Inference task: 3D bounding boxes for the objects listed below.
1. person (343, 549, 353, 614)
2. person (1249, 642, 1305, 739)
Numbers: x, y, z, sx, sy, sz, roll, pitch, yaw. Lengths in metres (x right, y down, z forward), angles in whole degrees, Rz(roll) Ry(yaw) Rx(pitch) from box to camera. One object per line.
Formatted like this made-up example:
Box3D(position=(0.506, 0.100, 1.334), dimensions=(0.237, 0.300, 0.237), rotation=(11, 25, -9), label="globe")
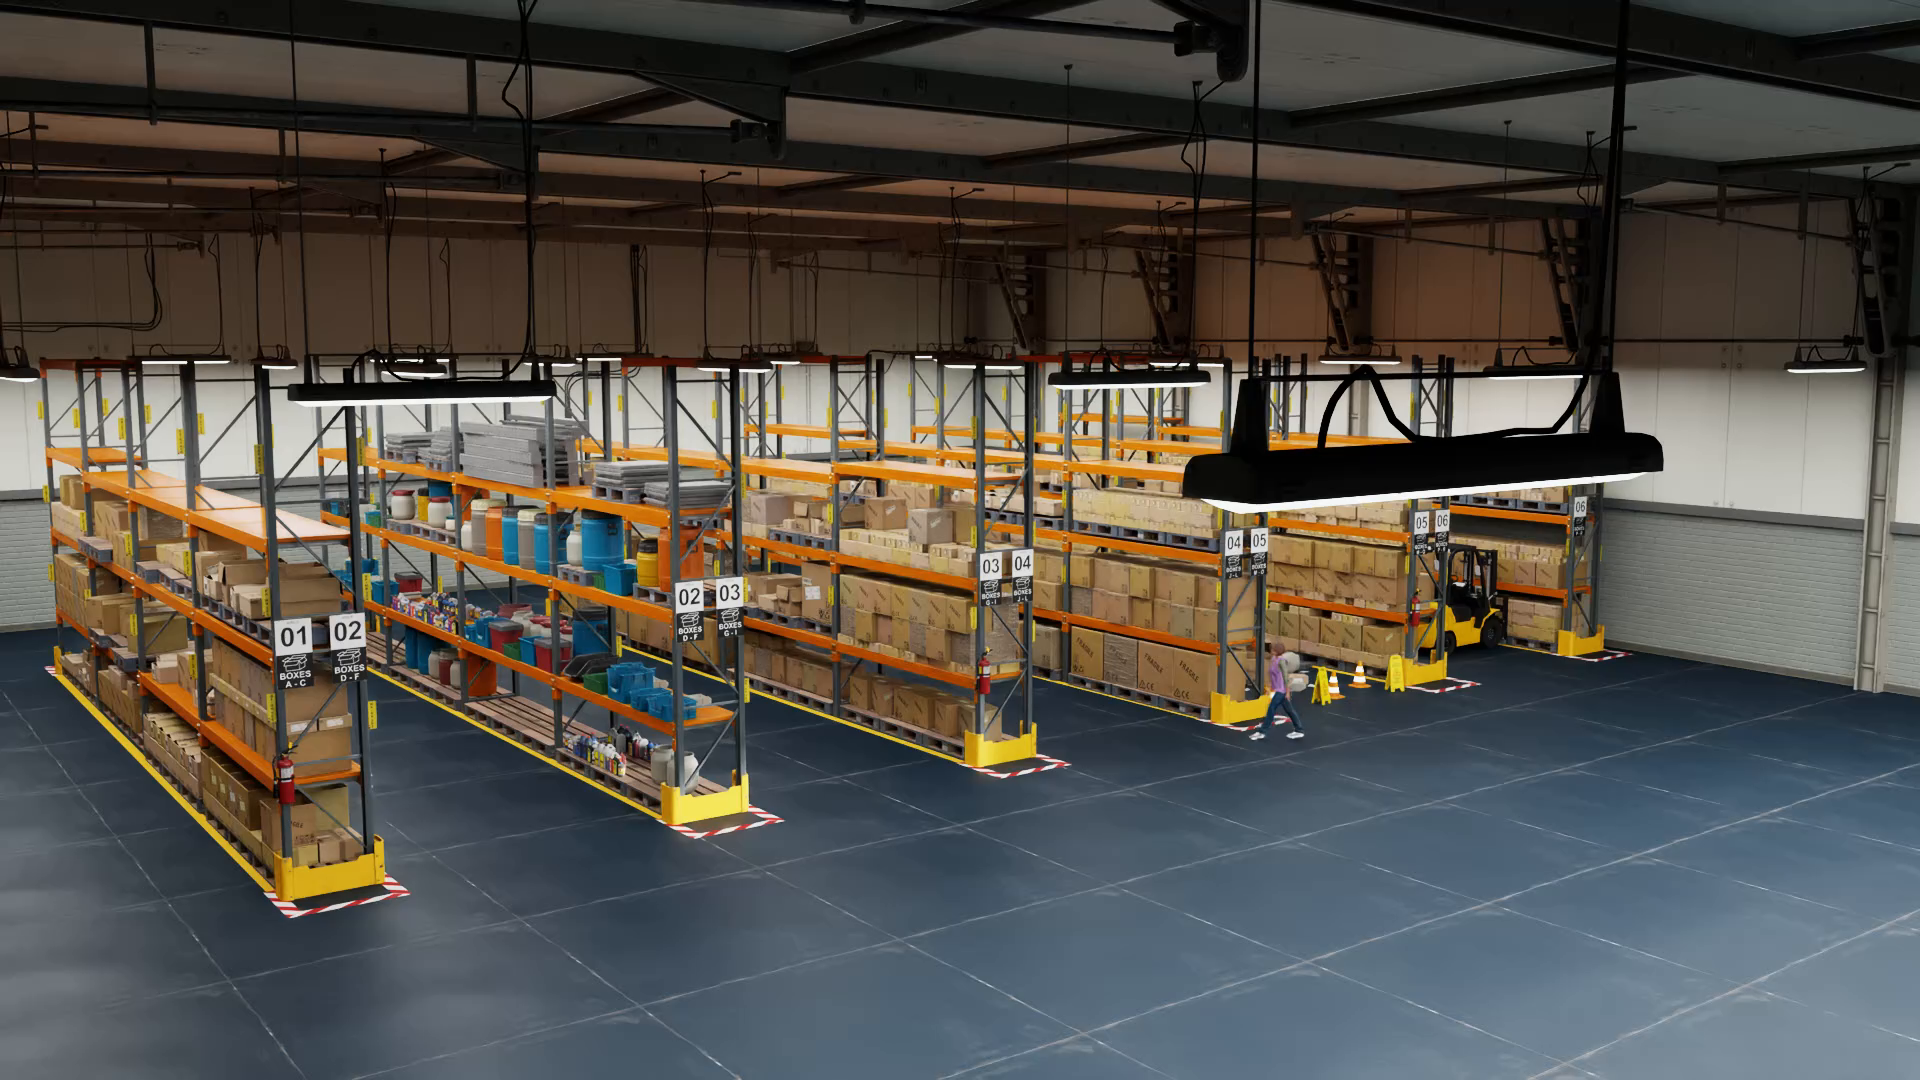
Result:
Box3D(position=(-13.771, 0.964, 37.902), dimensions=(0.485, 1.601, 1.072), rotation=(-7, 10, -44), label="person")
Box3D(position=(5.033, 2.379, 26.389), dimensions=(0.903, 1.540, 0.439), rotation=(0, 7, 3), label="person")
